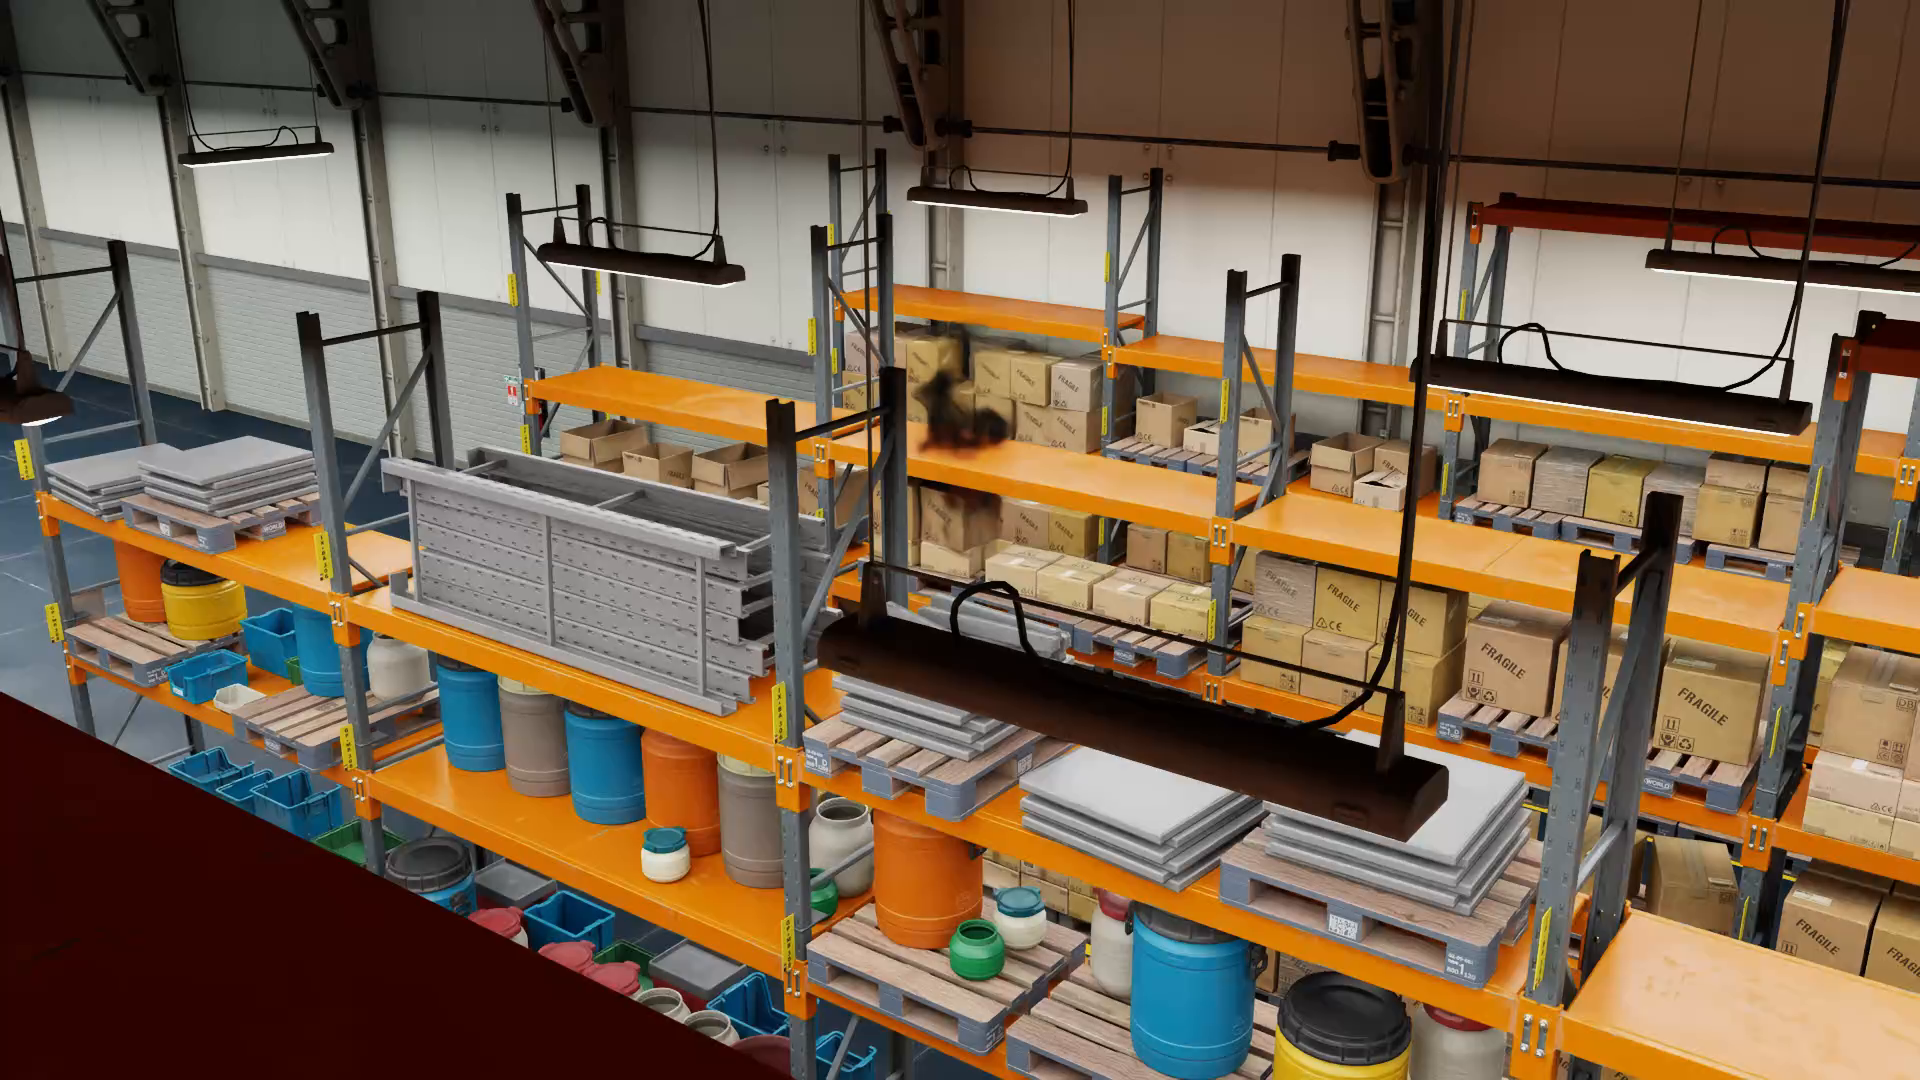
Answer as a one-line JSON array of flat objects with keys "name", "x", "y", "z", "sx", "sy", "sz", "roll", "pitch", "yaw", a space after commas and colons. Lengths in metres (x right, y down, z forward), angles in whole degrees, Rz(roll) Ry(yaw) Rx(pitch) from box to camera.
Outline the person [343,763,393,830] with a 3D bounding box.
[{"name": "person", "x": -5.583, "y": 2.301, "z": 15.555, "sx": 0.818, "sy": 1.714, "sz": 0.595, "roll": 11, "pitch": 21, "yaw": 29}]
